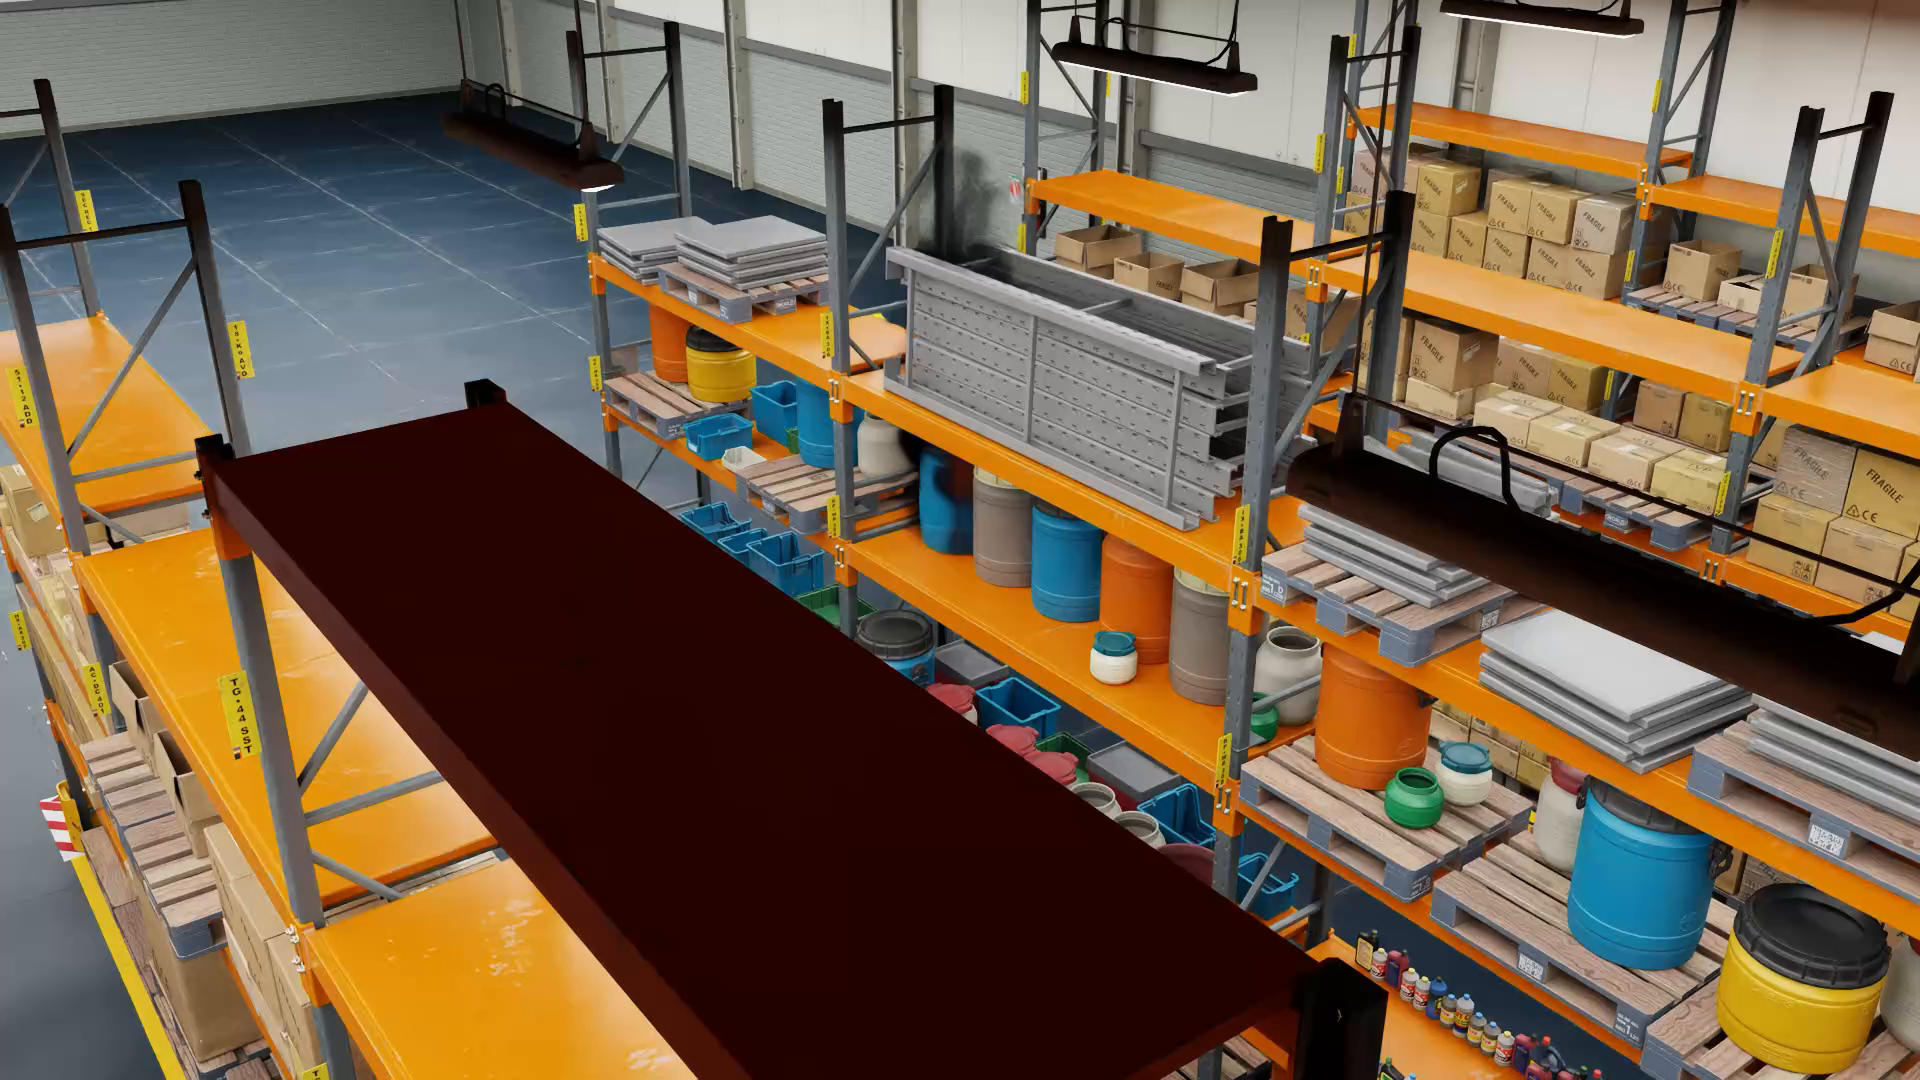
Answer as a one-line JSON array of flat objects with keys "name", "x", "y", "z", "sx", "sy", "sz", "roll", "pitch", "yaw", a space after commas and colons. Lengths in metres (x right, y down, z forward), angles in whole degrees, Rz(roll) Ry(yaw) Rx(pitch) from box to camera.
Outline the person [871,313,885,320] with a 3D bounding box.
[{"name": "person", "x": -1.060, "y": -2.044, "z": 21.268, "sx": 0.962, "sy": 1.786, "sz": 0.694, "roll": -7, "pitch": 26, "yaw": -14}]
